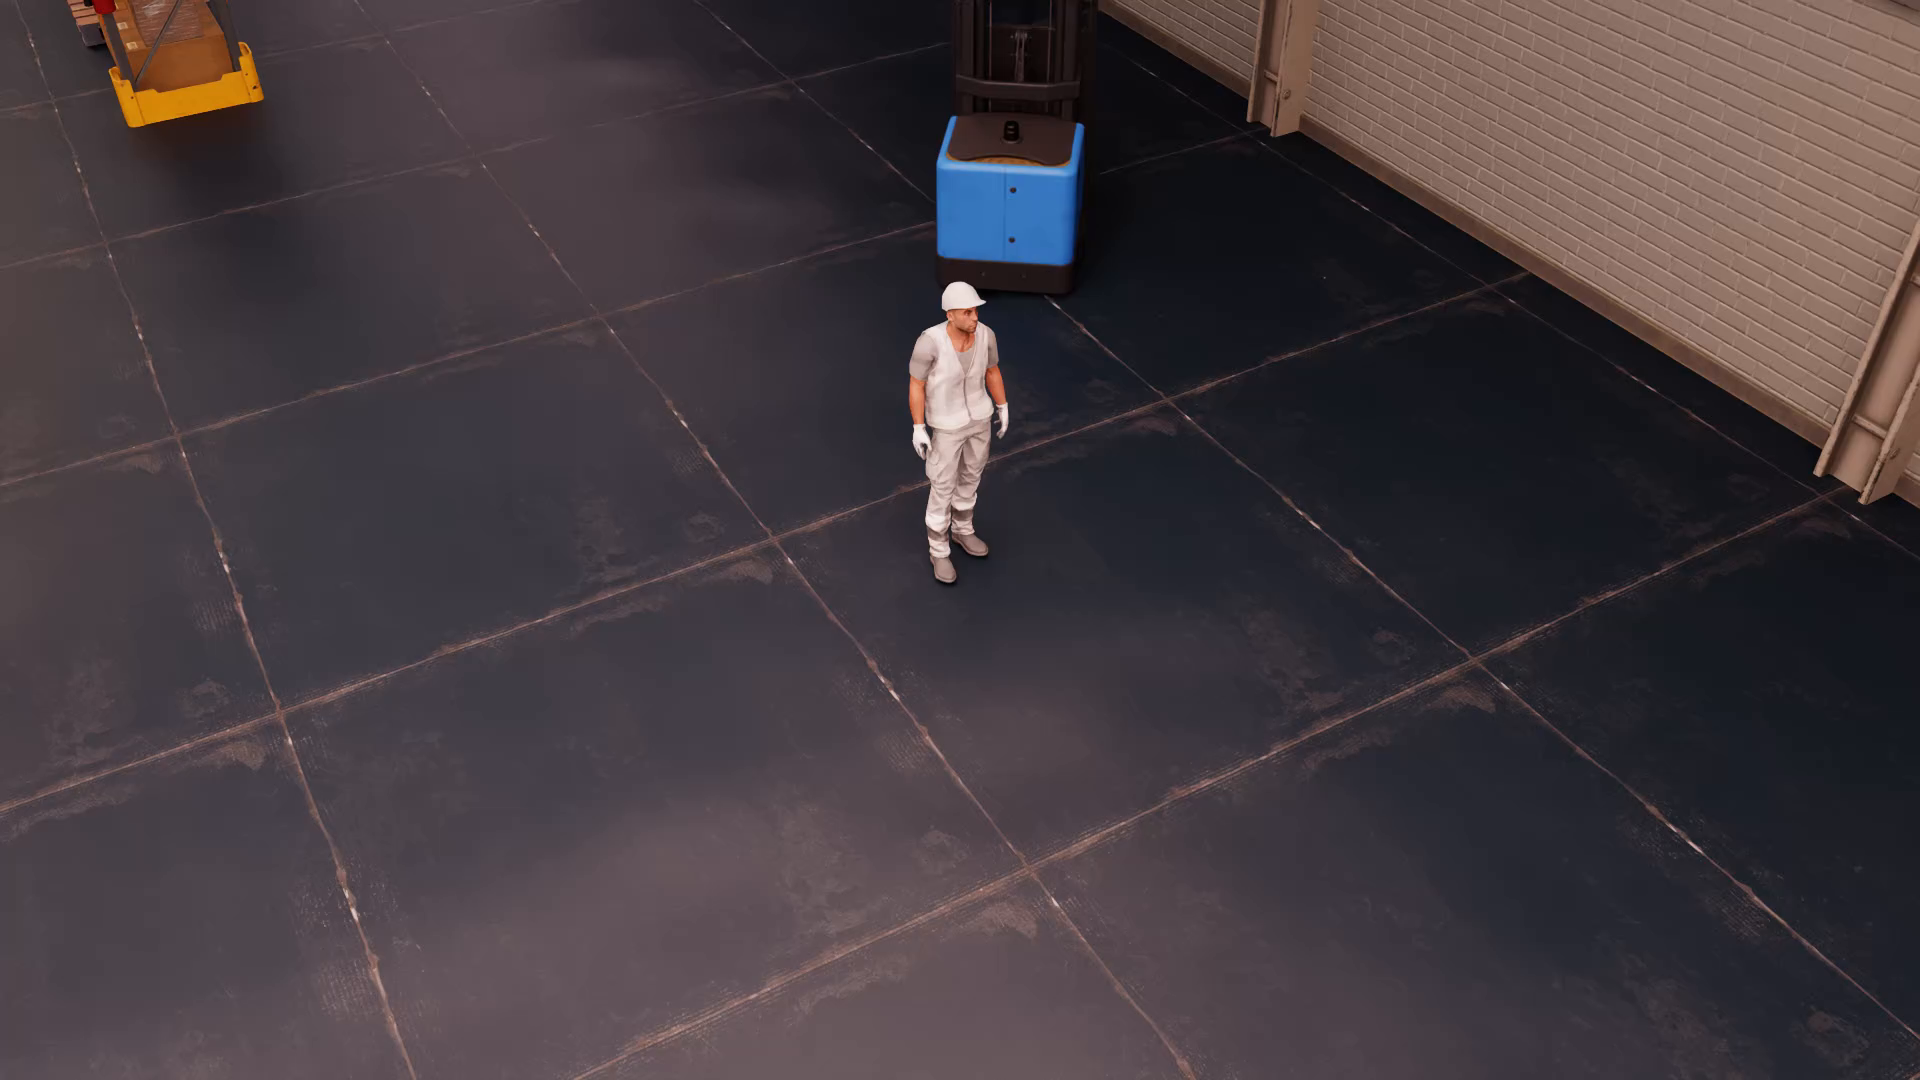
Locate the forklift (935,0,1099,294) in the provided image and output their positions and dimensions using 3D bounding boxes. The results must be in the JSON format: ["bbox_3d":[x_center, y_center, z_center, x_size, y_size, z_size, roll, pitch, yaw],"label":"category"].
[{"bbox_3d":[0.517,-3.905,12.744,1.130,2.935,3.031,5,40,6],"label":"forklift"}]

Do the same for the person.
[{"bbox_3d":[0.030,-0.646,9.697,0.637,1.790,0.562,-20,44,-23],"label":"person"}]
